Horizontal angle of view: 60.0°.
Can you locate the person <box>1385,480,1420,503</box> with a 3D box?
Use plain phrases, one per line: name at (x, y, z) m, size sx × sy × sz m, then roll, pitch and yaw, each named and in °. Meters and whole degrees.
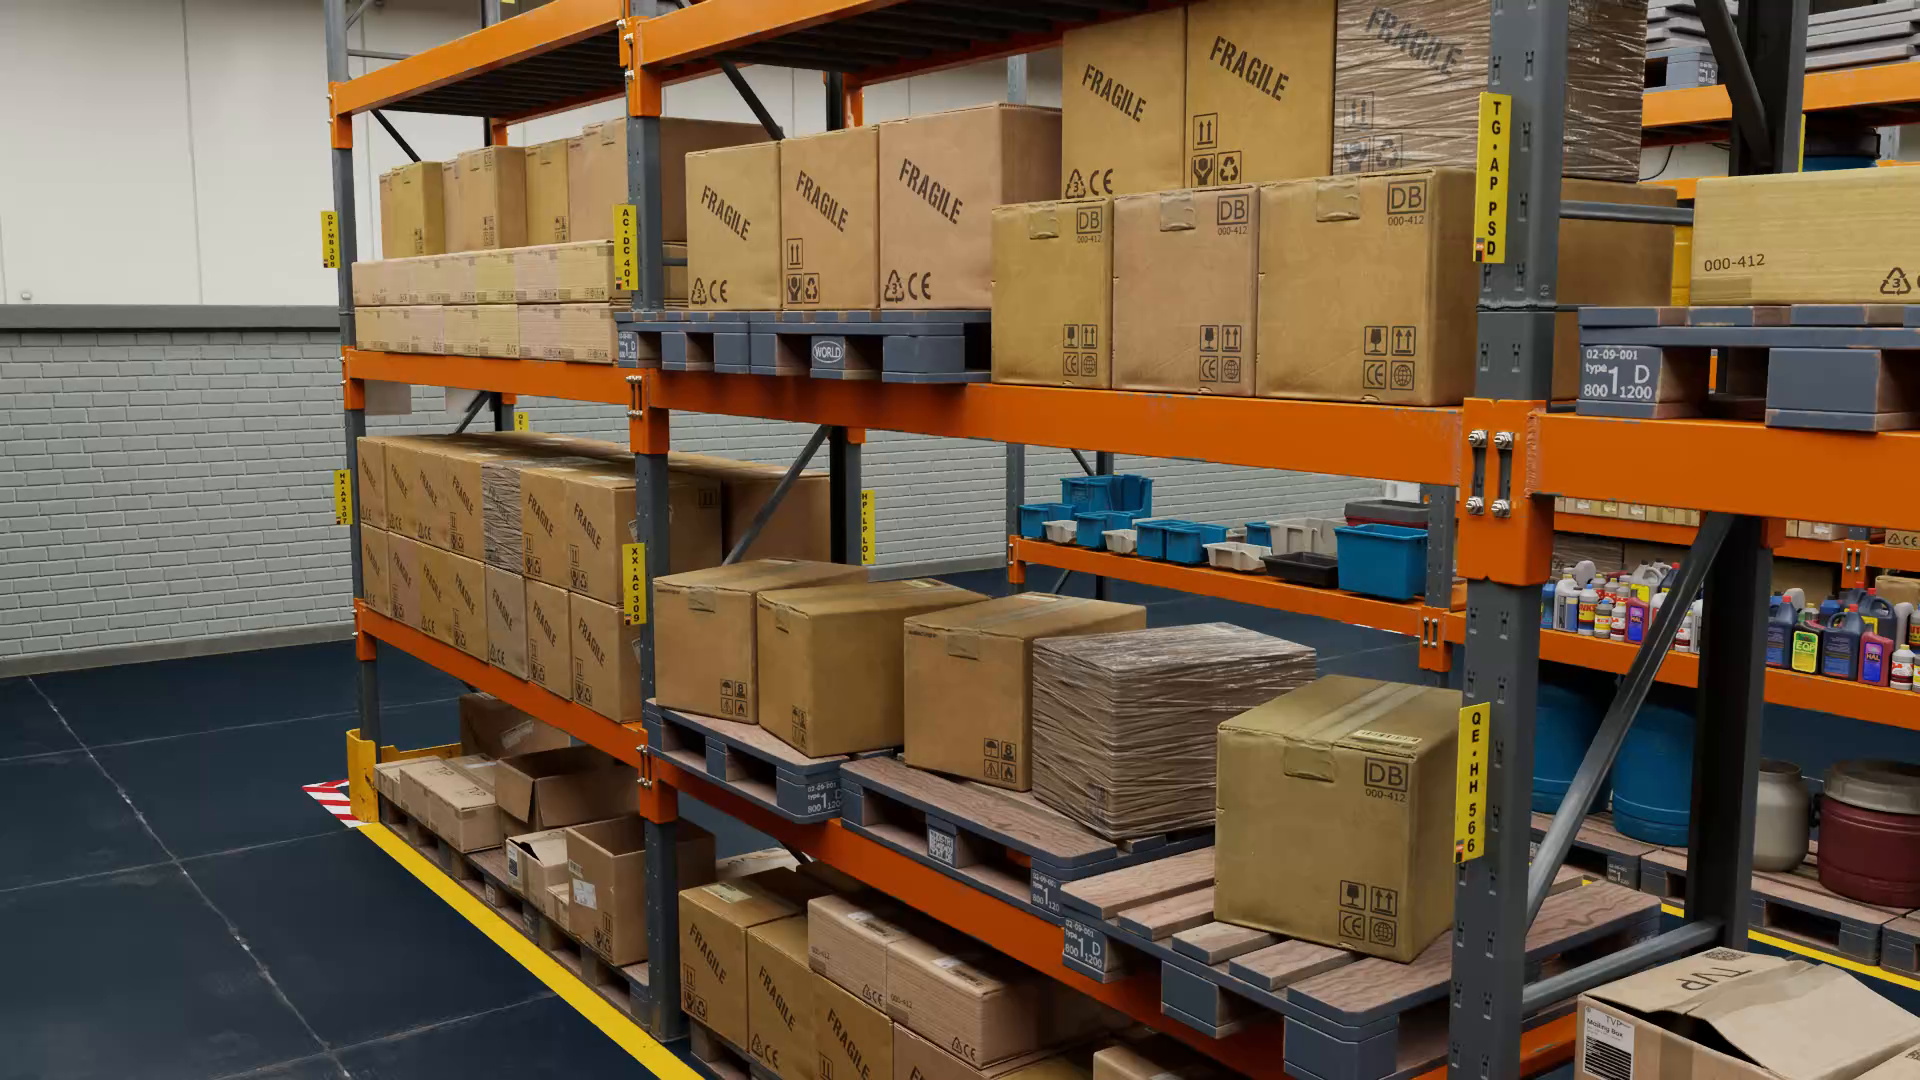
person at (4.785, -0.212, 17.289) m, size 0.989 × 1.741 × 0.574 m, roll -4°, pitch 8°, yaw -25°
